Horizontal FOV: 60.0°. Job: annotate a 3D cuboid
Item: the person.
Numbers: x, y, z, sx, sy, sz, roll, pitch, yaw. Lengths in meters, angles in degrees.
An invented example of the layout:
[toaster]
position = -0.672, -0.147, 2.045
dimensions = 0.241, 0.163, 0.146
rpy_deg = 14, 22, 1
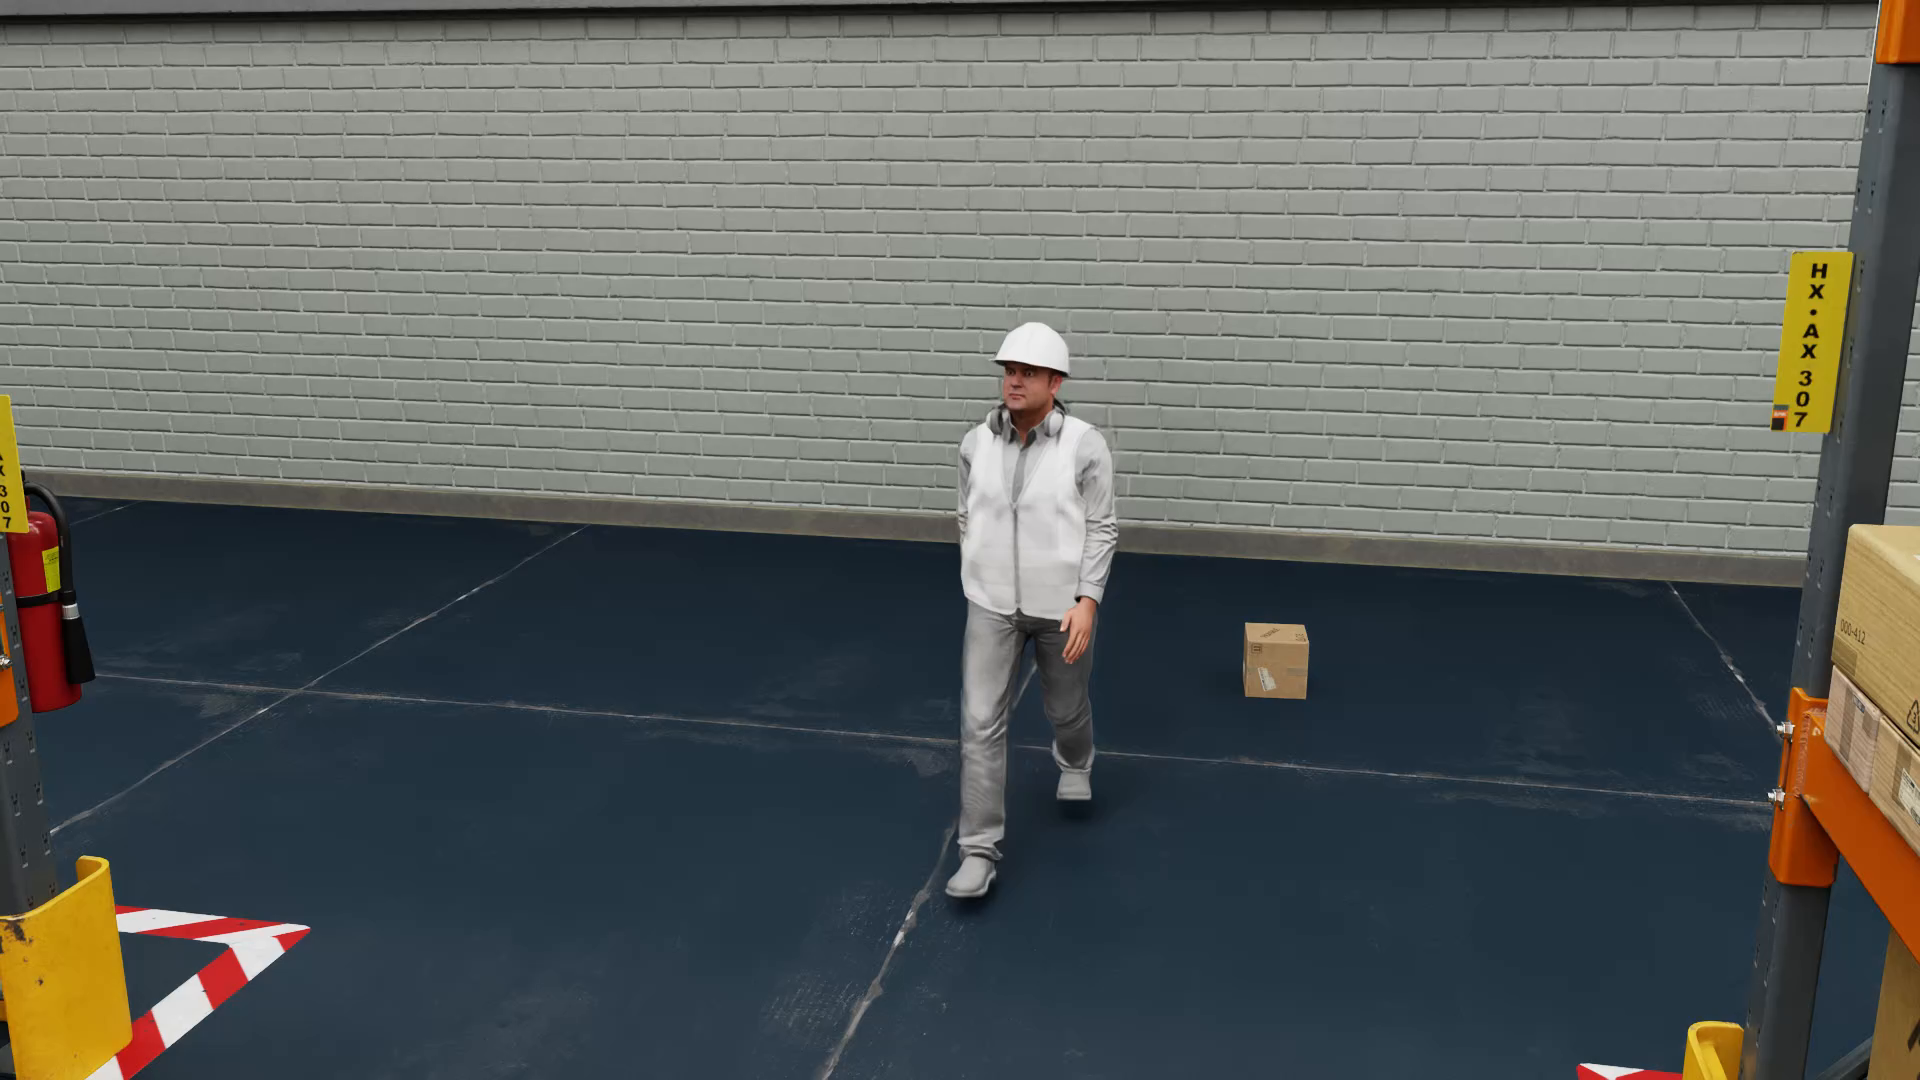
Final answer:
[person]
position = 0.226, 0.183, 5.263
dimensions = 0.546, 1.724, 1.054
rpy_deg = 4, 15, 14
